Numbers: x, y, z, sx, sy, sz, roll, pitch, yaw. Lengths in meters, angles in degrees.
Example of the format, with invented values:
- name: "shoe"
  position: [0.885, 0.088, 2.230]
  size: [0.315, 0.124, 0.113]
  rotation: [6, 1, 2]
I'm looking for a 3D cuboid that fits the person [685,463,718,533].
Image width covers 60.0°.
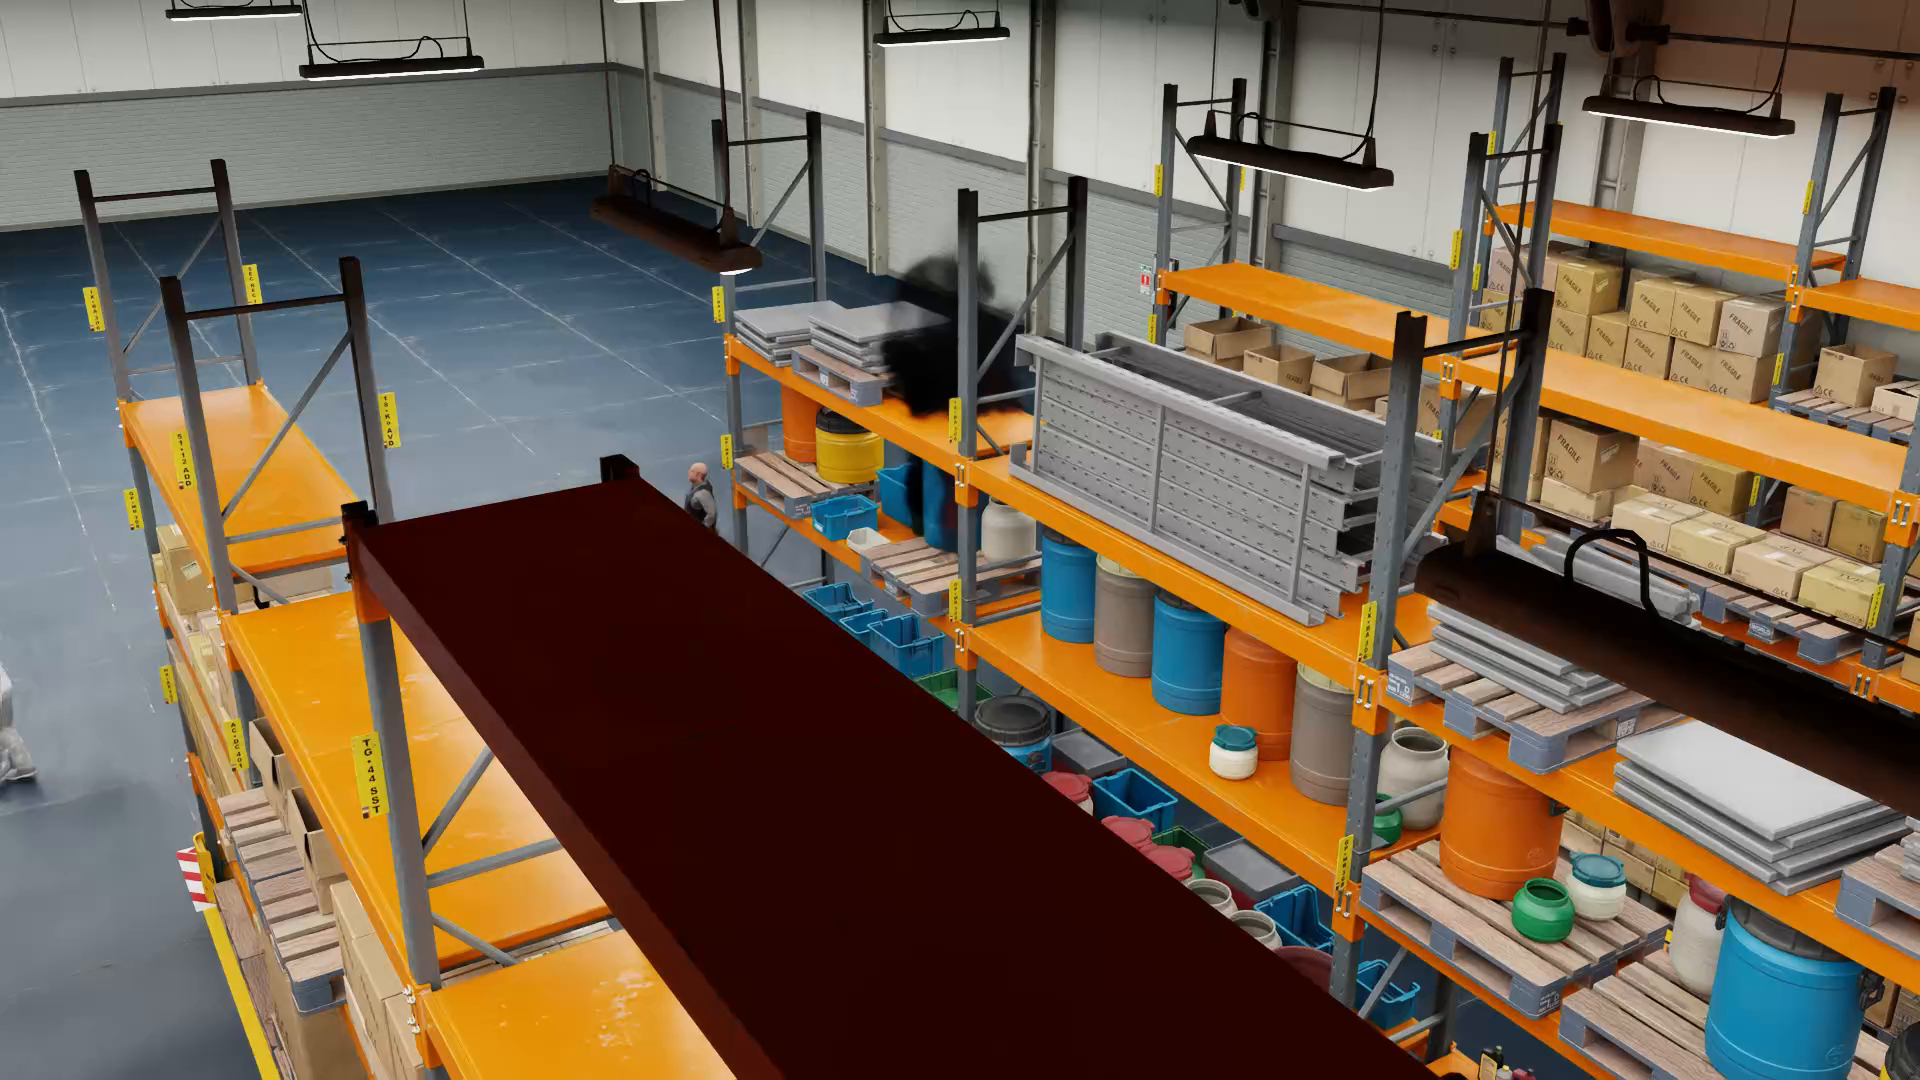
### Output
- name: "person"
  position: [-3.069, -0.093, 19.379]
  size: [0.556, 1.680, 0.655]
  rotation: [-3, 22, -6]

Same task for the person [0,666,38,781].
- name: "person"
  position: [-9.114, 1.444, 15.458]
  size: [0.802, 1.709, 0.633]
  rotation: [4, 22, 9]
